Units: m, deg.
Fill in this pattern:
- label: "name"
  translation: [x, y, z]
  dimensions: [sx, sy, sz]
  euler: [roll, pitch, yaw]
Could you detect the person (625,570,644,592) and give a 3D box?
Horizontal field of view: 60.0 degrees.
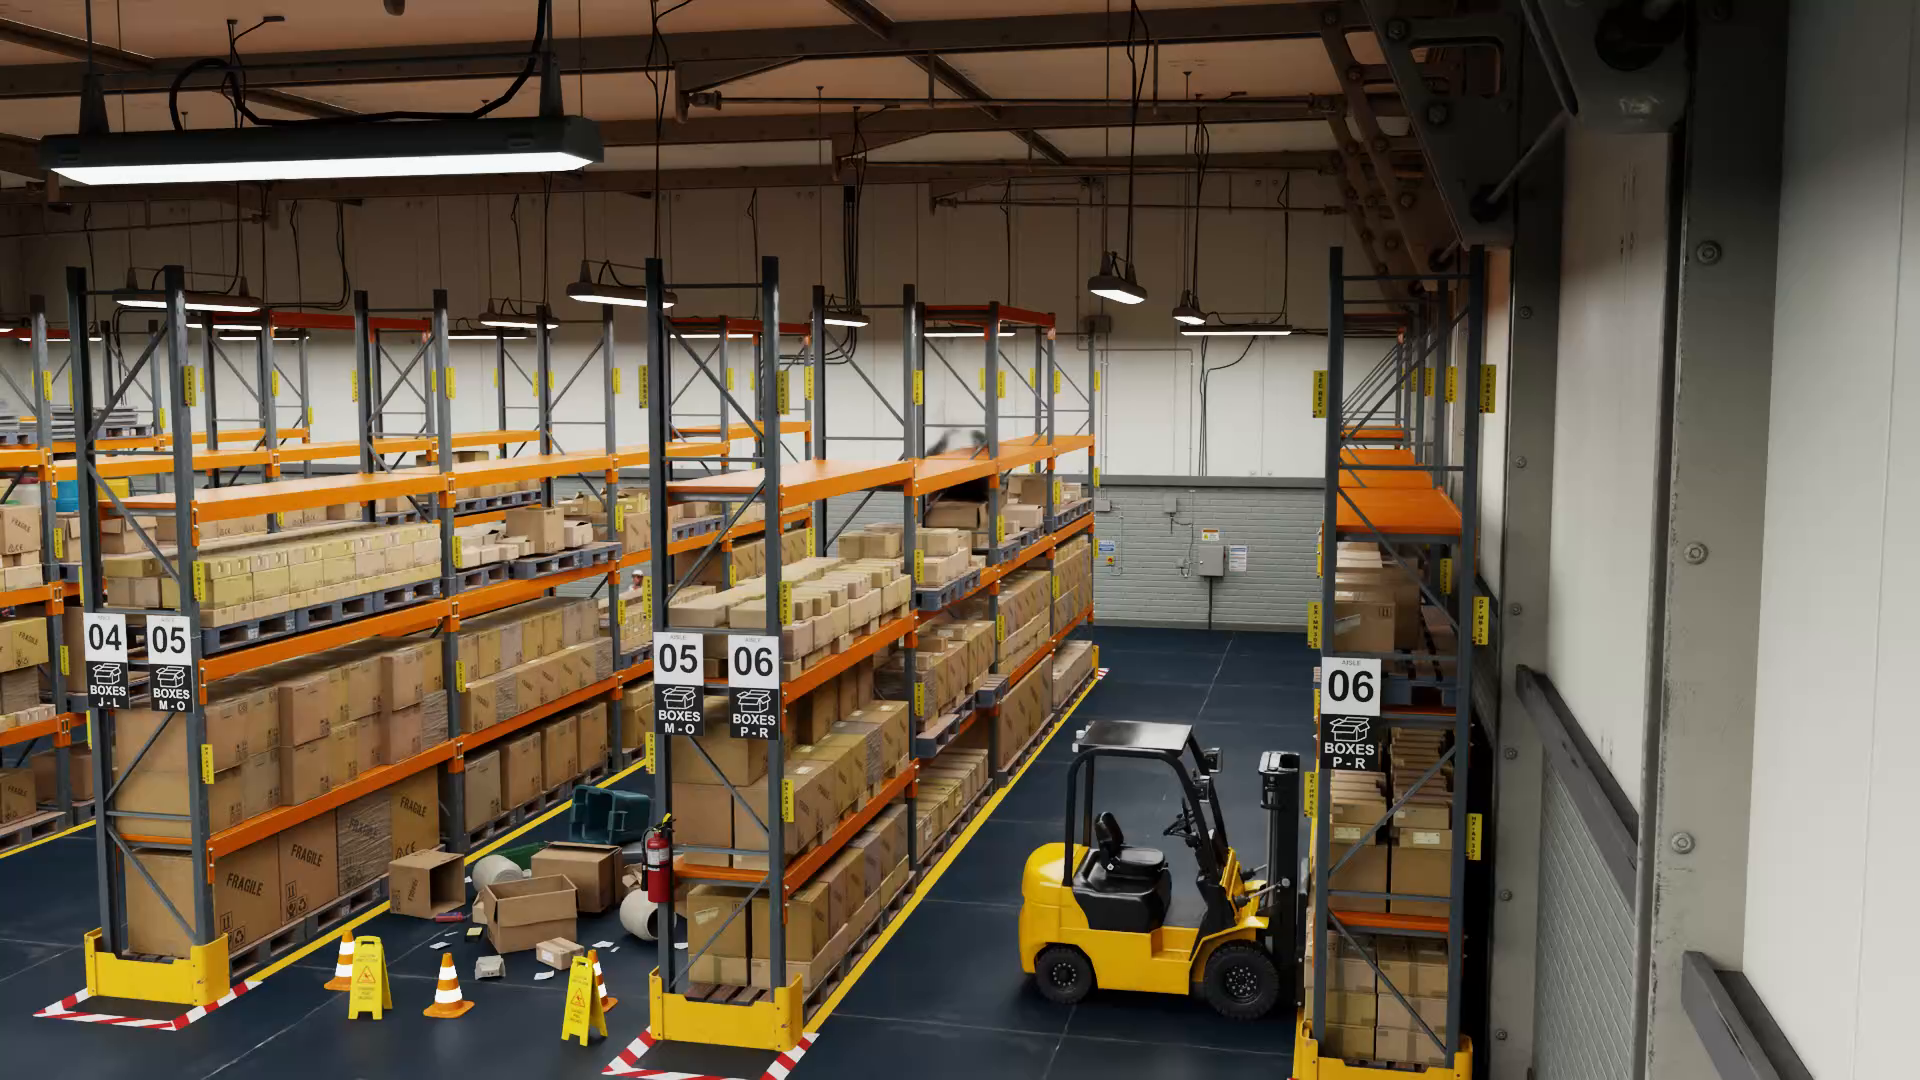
- label: "person"
  translation: [-5.558, 1.380, 28.842]
  dimensions: [0.651, 1.747, 0.663]
  euler: [1, 6, 10]
